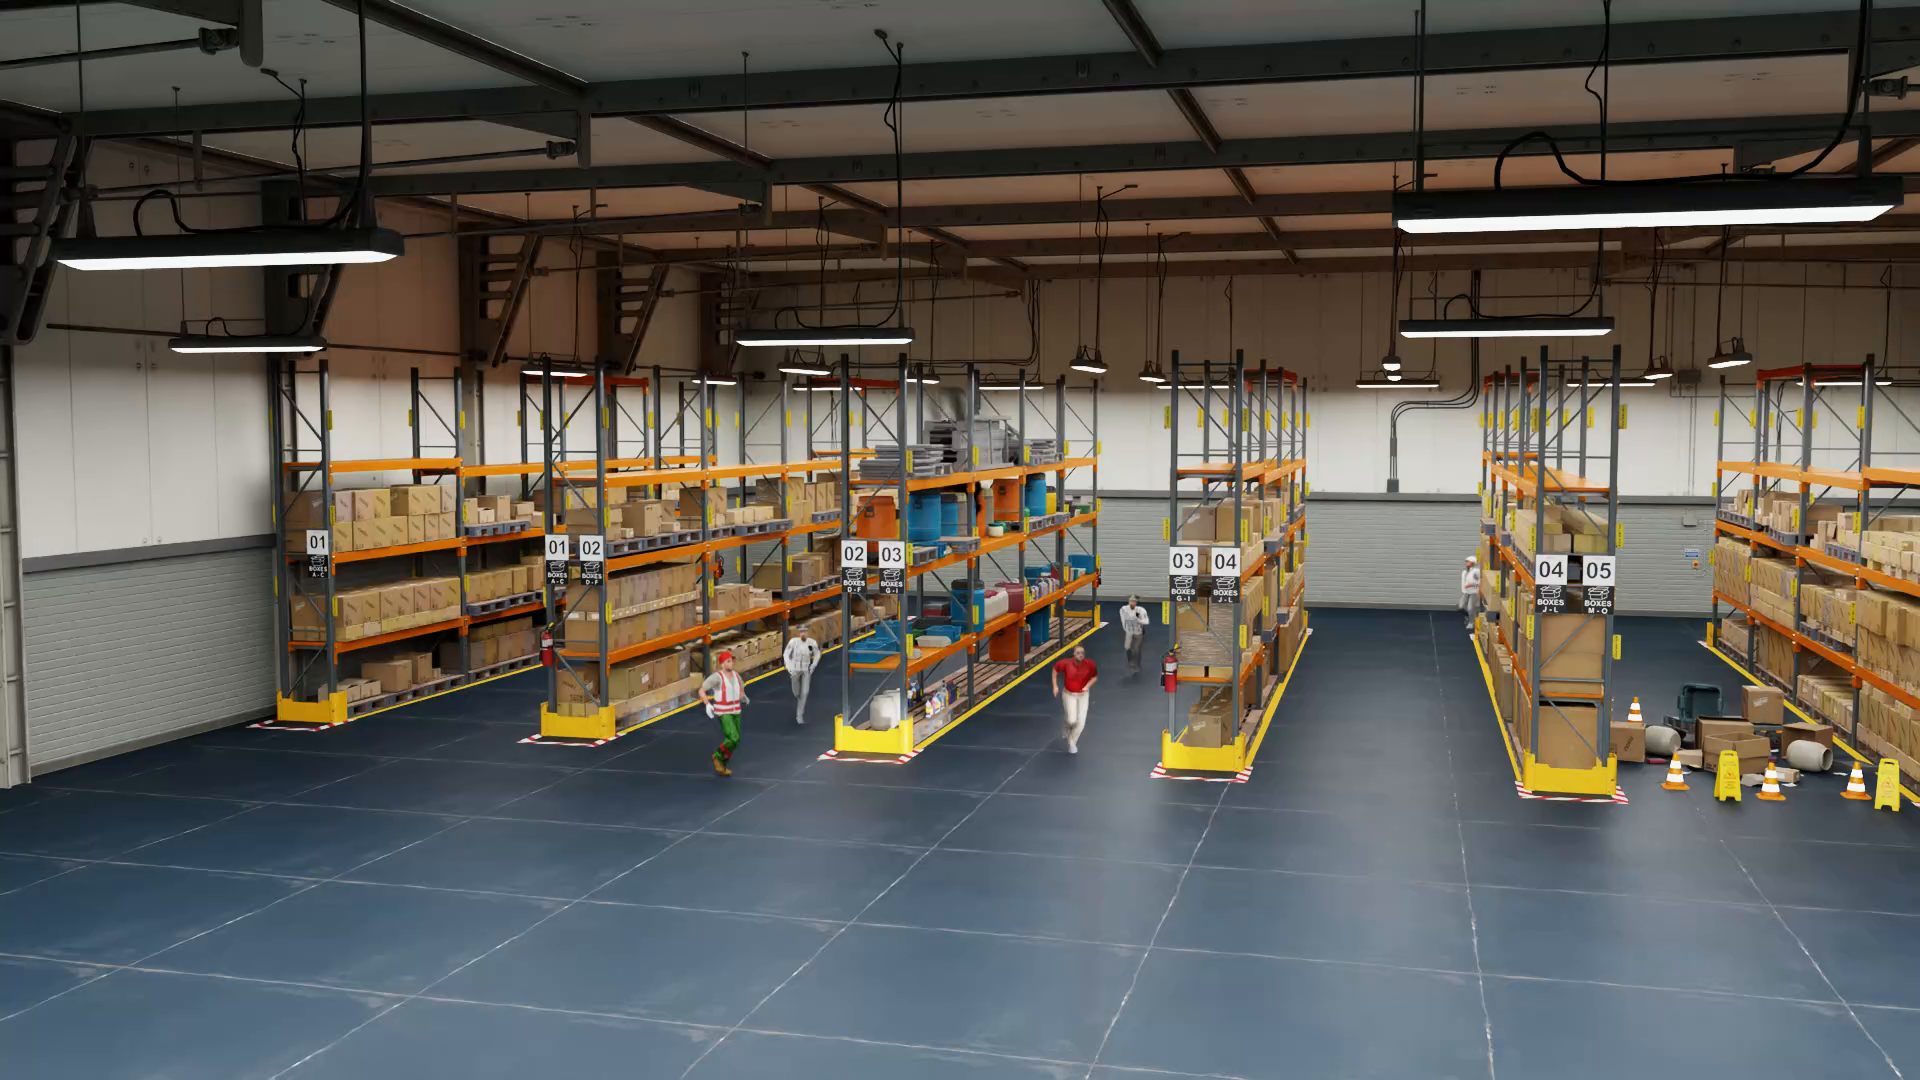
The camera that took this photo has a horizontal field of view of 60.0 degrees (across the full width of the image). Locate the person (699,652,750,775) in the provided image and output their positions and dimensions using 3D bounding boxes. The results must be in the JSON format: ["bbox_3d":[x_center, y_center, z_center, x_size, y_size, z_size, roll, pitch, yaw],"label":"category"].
[{"bbox_3d":[-3.224,2.440,23.303,0.615,1.743,0.650,3,5,39],"label":"person"}]

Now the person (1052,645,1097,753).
[{"bbox_3d":[1.742,2.391,25.068,0.652,1.655,0.748,-1,4,-12],"label":"person"}]

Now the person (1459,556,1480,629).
[{"bbox_3d":[12.215,1.261,39.946,0.584,1.741,0.622,-3,5,-35],"label":"person"}]

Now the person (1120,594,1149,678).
[{"bbox_3d":[3.394,1.849,32.375,0.603,1.648,0.883,1,4,13],"label":"person"}]

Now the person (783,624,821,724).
[{"bbox_3d":[-2.640,2.206,27.851,0.626,1.673,0.846,0,4,-4],"label":"person"}]
